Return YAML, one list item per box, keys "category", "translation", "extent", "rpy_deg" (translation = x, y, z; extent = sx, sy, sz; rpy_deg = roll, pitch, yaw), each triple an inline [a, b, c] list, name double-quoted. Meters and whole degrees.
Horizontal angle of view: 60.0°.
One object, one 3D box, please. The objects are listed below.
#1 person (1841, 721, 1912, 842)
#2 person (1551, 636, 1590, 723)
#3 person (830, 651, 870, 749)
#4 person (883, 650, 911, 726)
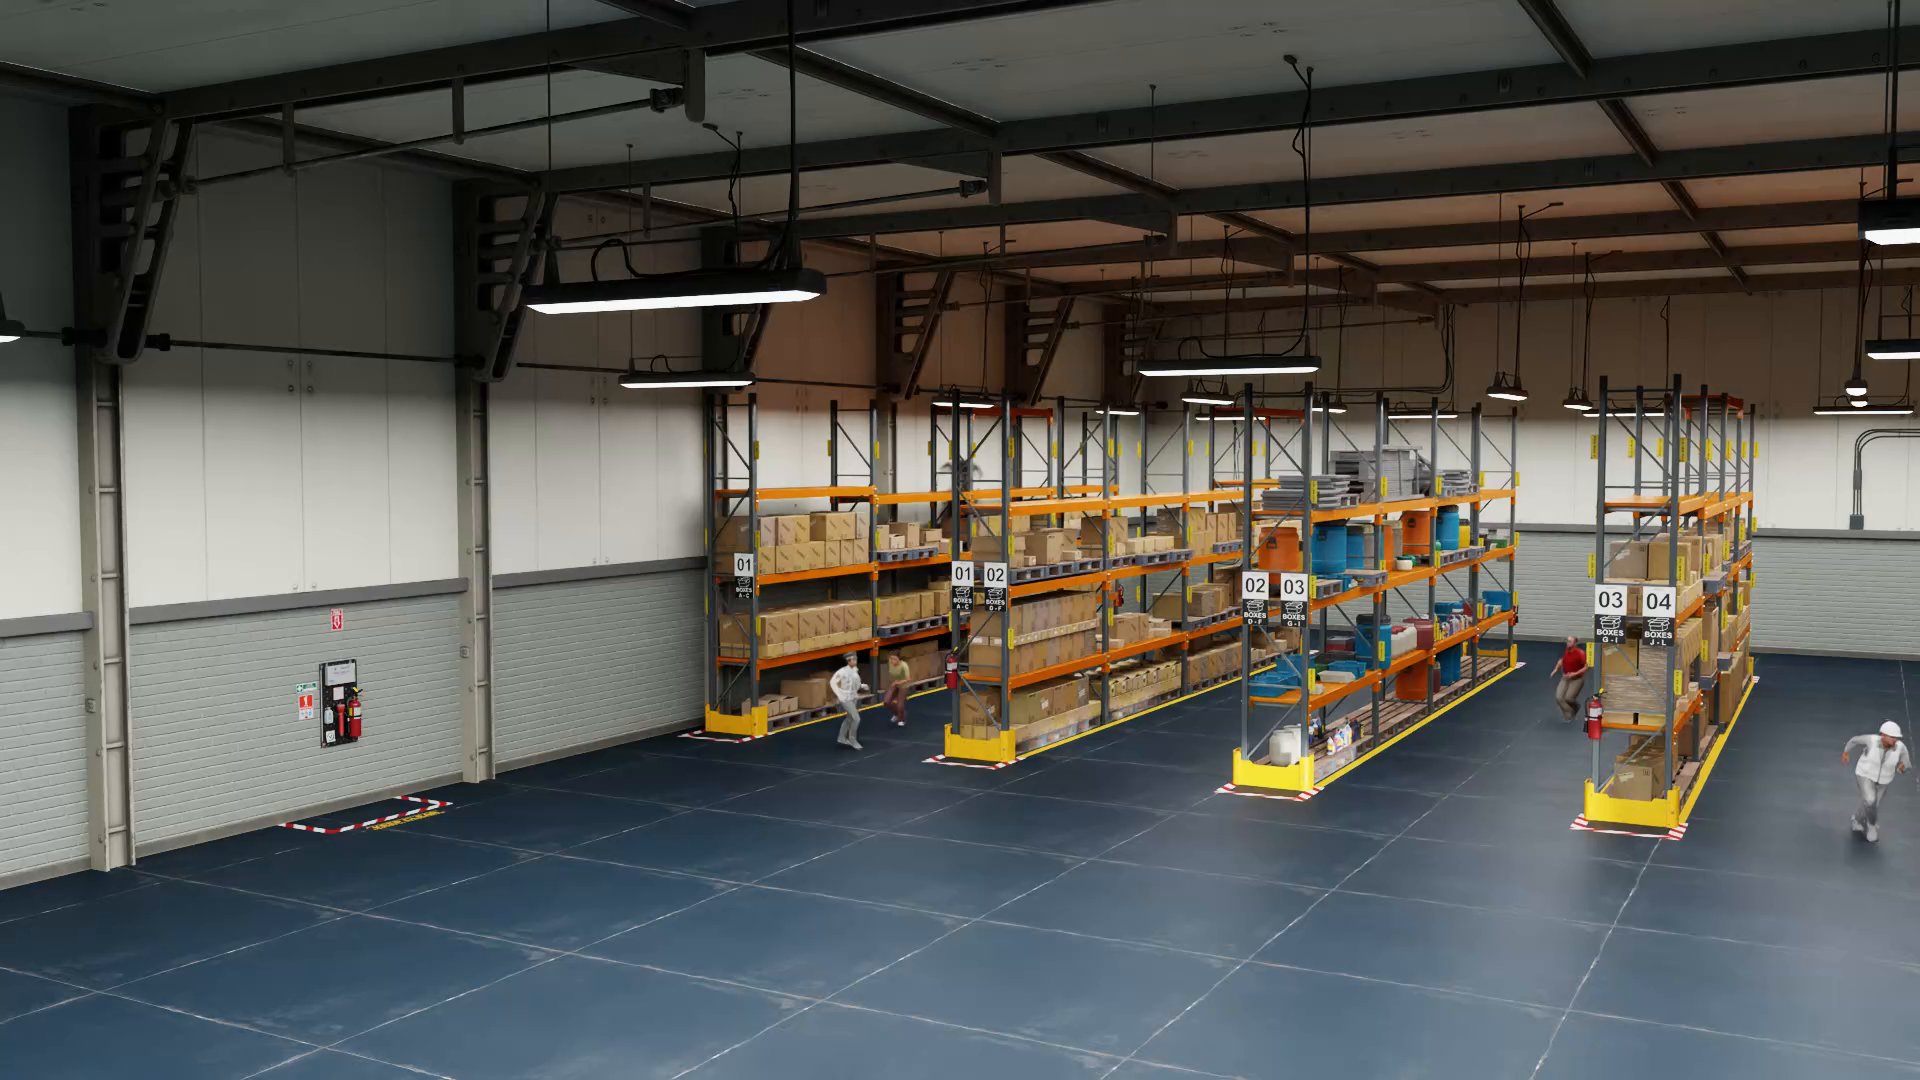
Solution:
- category: "person"
  translation: [11.726, 3.046, 21.269]
  extent: [0.664, 1.568, 1.111]
  rpy_deg: [1, 3, 10]
- category: "person"
  translation: [11.241, 2.563, 30.507]
  extent: [0.530, 1.637, 0.743]
  rpy_deg: [-2, 4, -36]
- category: "person"
  translation: [-1.860, 2.681, 27.781]
  extent: [0.711, 1.687, 0.600]
  rpy_deg: [2, 3, 27]
- category: "person"
  translation: [-1.099, 2.659, 29.875]
  extent: [0.595, 1.448, 0.891]
  rpy_deg: [2, 3, 26]
